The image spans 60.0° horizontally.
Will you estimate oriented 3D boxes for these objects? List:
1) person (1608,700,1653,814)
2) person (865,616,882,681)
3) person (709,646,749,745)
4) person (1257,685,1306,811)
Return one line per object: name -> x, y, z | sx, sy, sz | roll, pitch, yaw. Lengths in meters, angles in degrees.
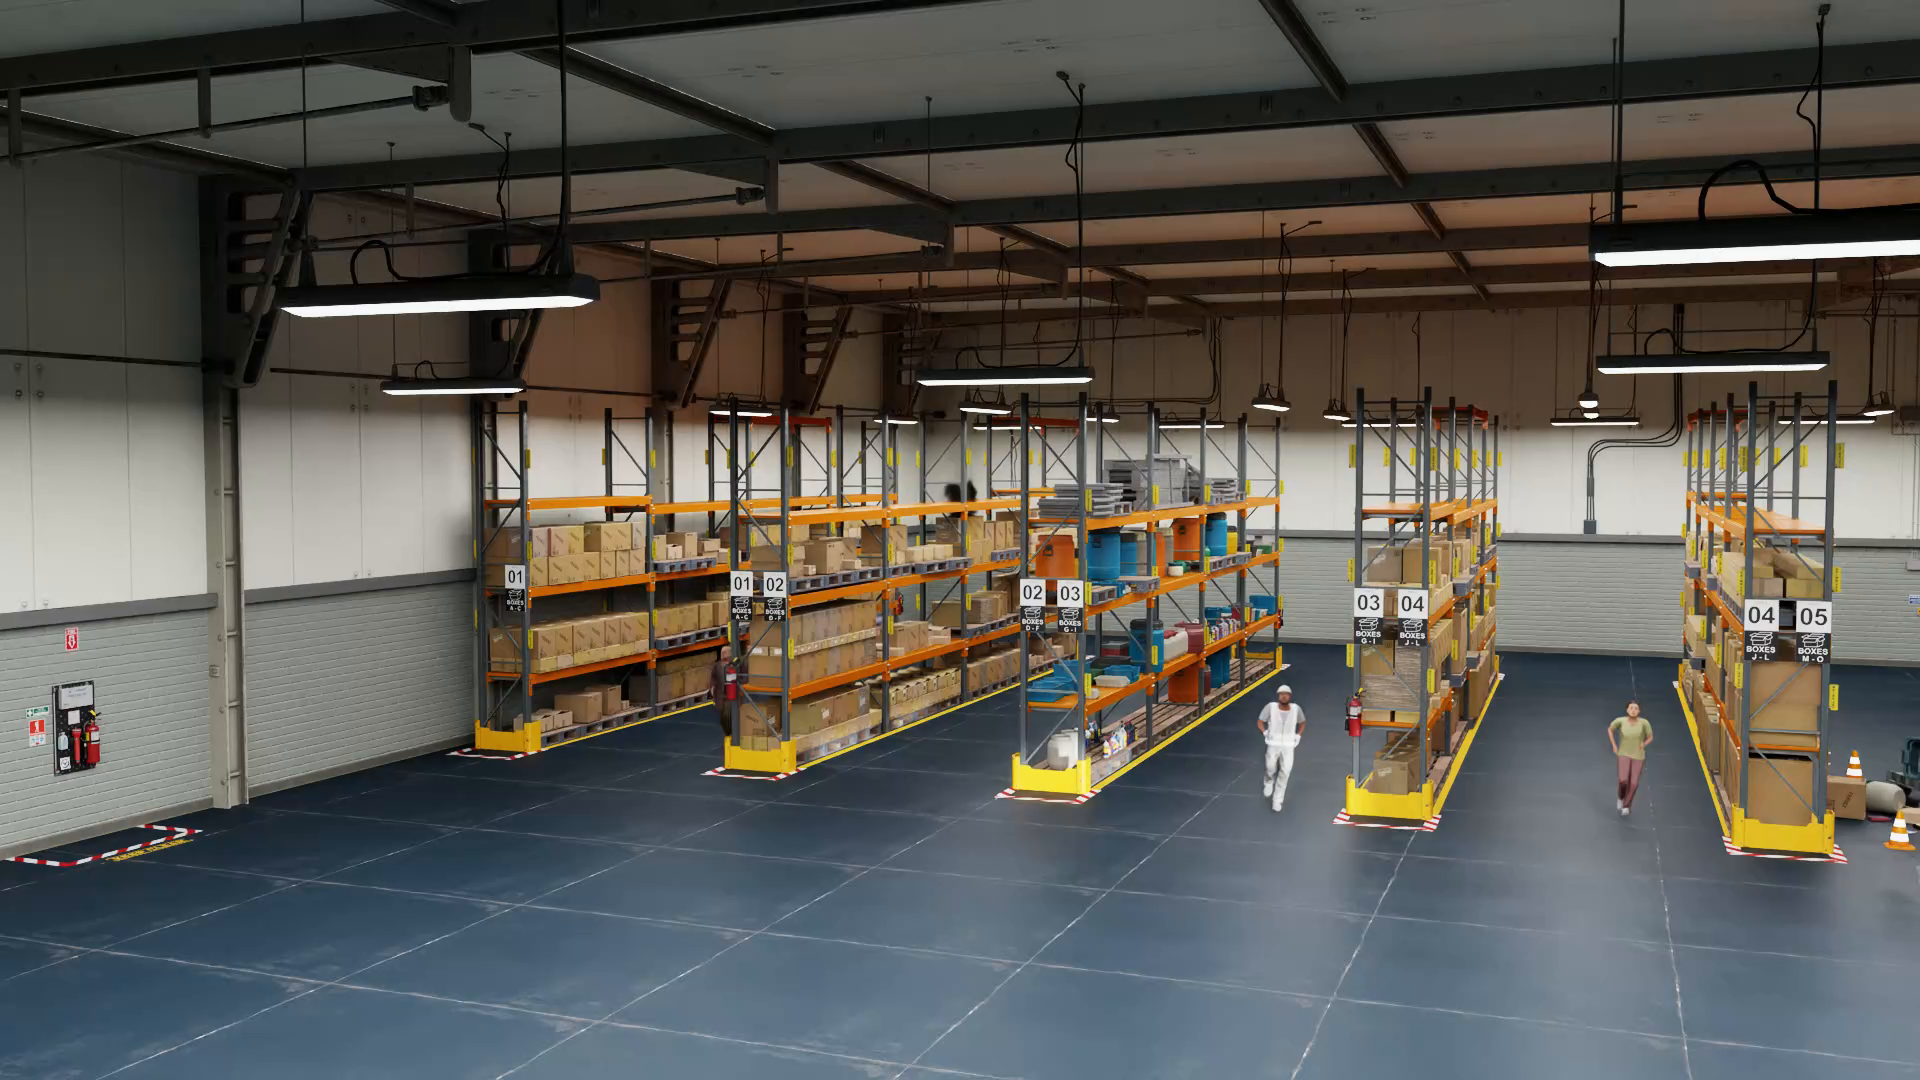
person -> 9.391, 3.047, 23.274 | 0.581, 1.628, 0.581 | 1, 3, 16
person -> -1.867, 2.218, 35.595 | 0.630, 1.645, 0.845 | 1, 3, 24
person -> -4.073, 2.725, 28.974 | 0.721, 1.738, 0.561 | 1, 3, 18
person -> 4.638, 2.965, 23.984 | 0.699, 1.767, 0.789 | 0, 3, 6
